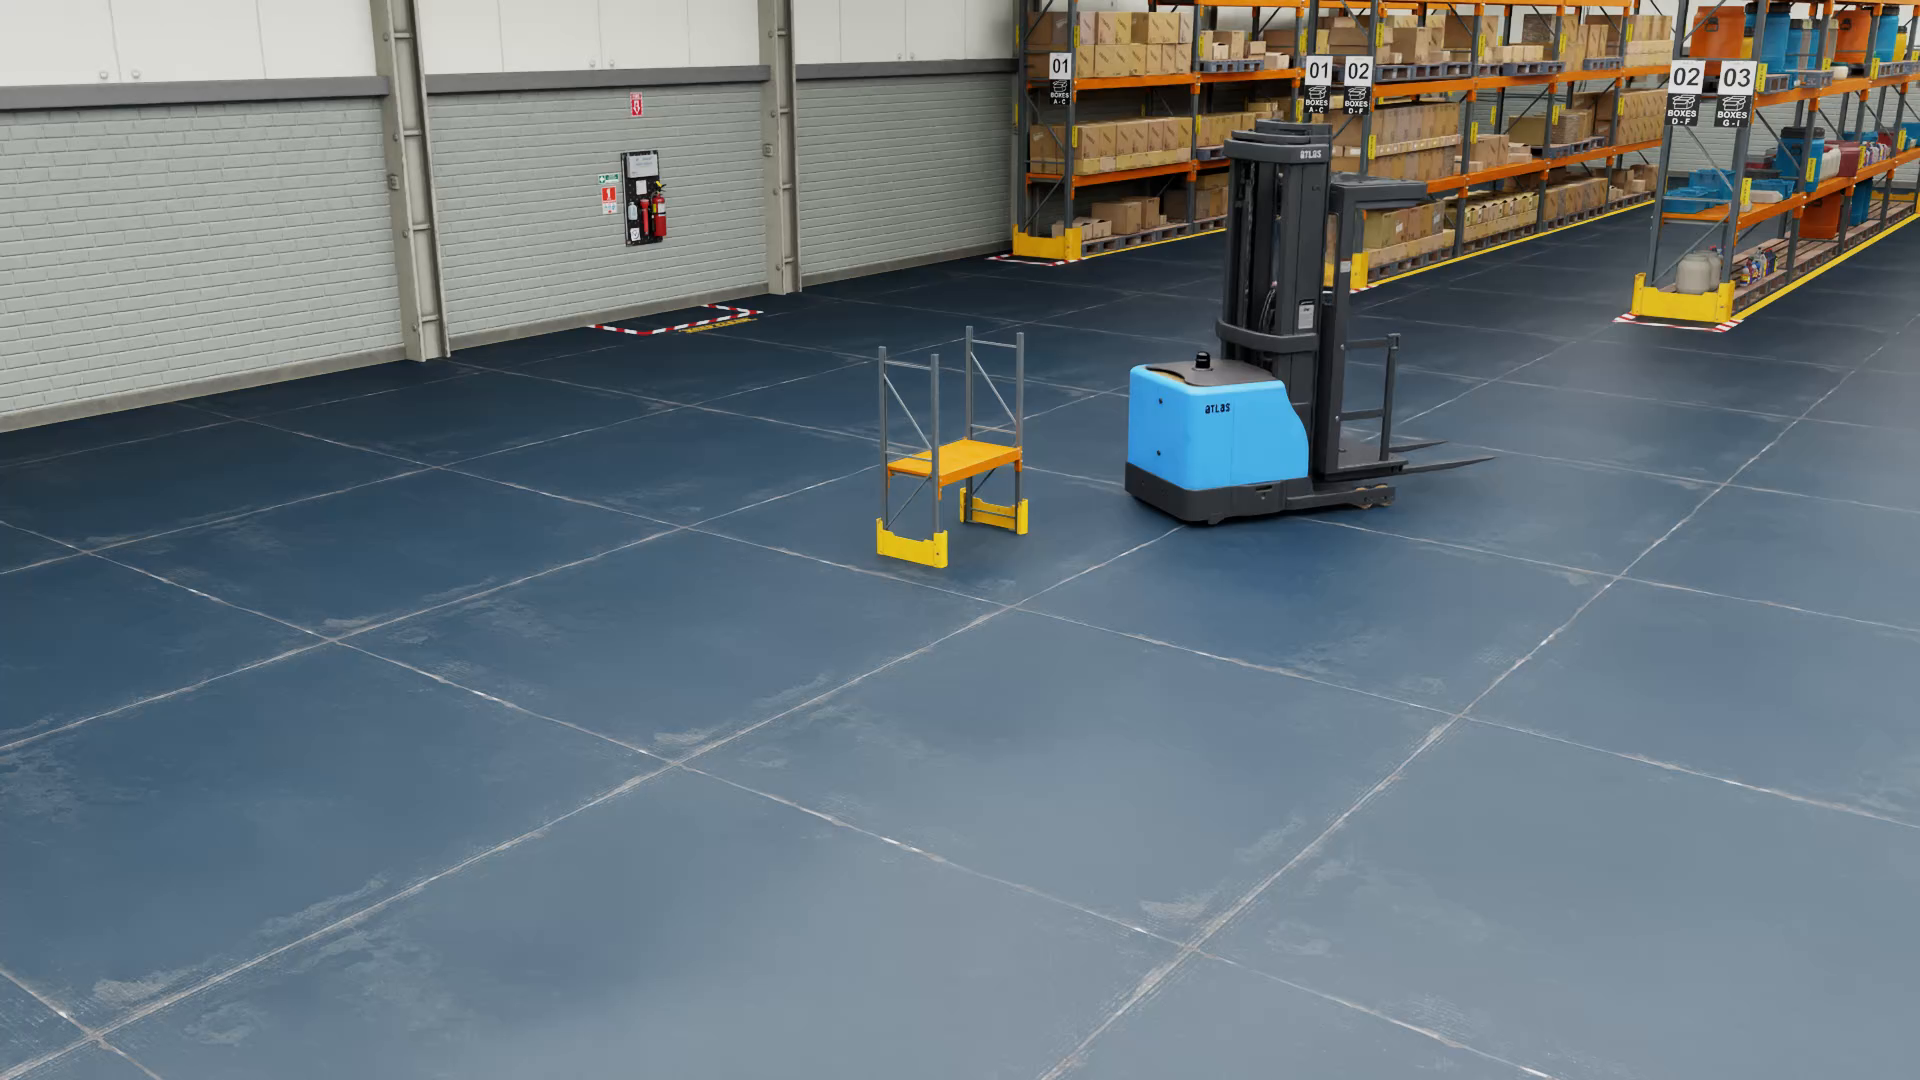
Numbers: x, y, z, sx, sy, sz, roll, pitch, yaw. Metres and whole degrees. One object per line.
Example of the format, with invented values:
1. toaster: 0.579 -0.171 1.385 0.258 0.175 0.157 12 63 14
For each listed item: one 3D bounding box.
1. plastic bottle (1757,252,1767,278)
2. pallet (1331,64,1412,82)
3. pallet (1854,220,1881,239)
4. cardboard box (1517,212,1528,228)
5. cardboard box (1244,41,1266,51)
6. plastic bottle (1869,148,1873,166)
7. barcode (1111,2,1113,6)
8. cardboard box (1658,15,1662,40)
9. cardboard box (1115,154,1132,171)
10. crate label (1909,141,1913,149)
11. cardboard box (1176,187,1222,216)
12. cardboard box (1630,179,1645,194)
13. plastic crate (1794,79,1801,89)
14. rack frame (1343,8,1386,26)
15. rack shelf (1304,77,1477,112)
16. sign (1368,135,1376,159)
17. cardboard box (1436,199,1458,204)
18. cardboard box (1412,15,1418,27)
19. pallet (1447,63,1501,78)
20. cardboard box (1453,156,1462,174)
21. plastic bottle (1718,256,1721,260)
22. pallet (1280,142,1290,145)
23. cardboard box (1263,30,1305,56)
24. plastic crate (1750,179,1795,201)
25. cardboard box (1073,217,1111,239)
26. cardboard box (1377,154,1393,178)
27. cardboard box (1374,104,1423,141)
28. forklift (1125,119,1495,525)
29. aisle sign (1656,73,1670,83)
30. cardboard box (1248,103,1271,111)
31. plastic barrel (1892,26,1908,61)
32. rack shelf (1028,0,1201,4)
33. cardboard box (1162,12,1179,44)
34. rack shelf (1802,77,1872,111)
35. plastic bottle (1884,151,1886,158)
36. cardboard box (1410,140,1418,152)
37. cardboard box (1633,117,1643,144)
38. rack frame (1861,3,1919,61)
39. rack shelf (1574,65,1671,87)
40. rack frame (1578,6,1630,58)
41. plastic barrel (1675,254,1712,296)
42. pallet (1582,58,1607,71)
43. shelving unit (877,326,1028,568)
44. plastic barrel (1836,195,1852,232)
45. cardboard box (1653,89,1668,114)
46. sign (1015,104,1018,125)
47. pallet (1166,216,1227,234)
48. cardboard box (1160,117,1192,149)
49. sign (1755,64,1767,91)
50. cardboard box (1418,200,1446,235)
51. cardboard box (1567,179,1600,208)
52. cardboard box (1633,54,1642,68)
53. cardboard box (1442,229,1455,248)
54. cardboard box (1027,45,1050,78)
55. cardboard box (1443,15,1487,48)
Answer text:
1. plastic bottle: 11.251 -3.870 23.372 0.144 0.351 0.185 12 21 34
2. pallet: 5.793 -6.729 23.947 1.003 0.211 1.213 12 21 35
3. pallet: 15.983 -5.649 30.079 1.003 0.211 1.213 12 21 35
4. cardboard box: 9.695 -5.676 29.393 0.500 0.250 0.500 12 21 34
5. cardboard box: 5.523 -9.314 31.919 0.500 0.500 0.500 12 21 35
6. plastic bottle: 15.663 -6.593 28.613 0.061 0.283 0.133 12 21 35
7. barcode: 2.580 -9.087 28.187 0.001 0.075 0.075 12 21 35
8. cardboard box: 14.225 -10.714 34.776 0.700 0.500 0.500 12 21 35
9. cardboard box: 2.522 -6.294 27.673 0.500 0.250 0.500 12 21 34
10. crate label: 18.189 -7.649 32.161 0.396 0.136 0.243 12 21 35
11. cardboard box: 4.446 -6.329 31.039 0.700 0.500 0.500 12 21 34
12. cardboard box: 14.168 -7.489 35.196 0.500 0.250 0.500 12 21 35
13. plastic crate: 11.078 -6.105 22.230 0.243 0.136 0.396 12 21 35
14. rack frame: 8.520 -11.773 34.981 1.000 3.000 0.127 12 21 35
15. rack shelf: 6.542 -6.740 25.047 1.077 0.370 4.000 12 21 35
16. sign: 5.793 -5.527 23.390 0.100 0.325 0.005 12 21 35
17. cardboard box: 8.349 -5.674 28.439 0.500 0.311 0.500 12 21 35
18. cardboard box: 9.761 -11.237 36.427 0.500 0.500 0.500 13 21 35
19. pallet: 8.249 -7.681 27.186 0.805 0.209 1.217 11 21 33
20. cardboard box: 7.992 -6.181 27.344 0.500 0.250 0.500 14 22 38
21. plastic bottle: 10.664 -3.876 23.517 0.152 0.276 0.135 12 21 35
22. pallet: 5.797 -7.675 32.224 1.213 0.211 1.003 12 21 35
23. cardboard box: 6.374 -9.769 32.675 0.700 0.500 0.500 11 20 30
24. plastic crate: 11.268 -4.869 23.116 0.499 0.251 0.616 12 21 35
25. cardboard box: 2.194 -5.260 27.917 0.500 0.311 0.500 15 22 39
26. cardboard box: 5.948 -5.458 24.592 0.700 0.500 0.500 13 22 36
27. cardboard box: 6.577 -6.330 25.213 0.700 0.500 0.500 12 21 35
28. forklift: 2.883 -1.780 13.035 3.031 2.935 1.130 -7 19 -22
29. aisle sign: 15.170 -10.190 35.615 0.394 0.787 0.004 12 21 35
30. cardboard box: 5.775 -8.356 32.090 0.380 0.149 0.250 9 19 26
31. plastic barrel: 16.095 -8.627 28.883 0.600 0.588 0.600 0 17 0
32. rack shelf: 2.562 -9.046 27.418 1.077 0.370 4.000 12 21 35
33. cardboard box: 3.353 -8.669 28.157 0.500 0.500 0.500 14 22 38
34. rack shelf: 12.901 -6.817 25.293 1.077 0.370 4.000 12 21 35
35. plastic bottle: 16.454 -6.879 29.672 0.097 0.201 0.097 0 17 0
36. cardboard box: 6.674 -5.954 25.097 0.380 0.149 0.250 13 21 35
37. cardboard box: 13.625 -8.396 34.053 0.500 0.500 0.500 12 21 34
38. rack frame: 16.476 -10.022 29.343 1.000 3.000 0.127 12 21 35
39. rack shelf: 13.692 -9.599 34.250 1.077 0.370 4.000 12 21 35
40. rack frame: 12.500 -10.898 32.165 1.000 3.000 0.127 12 21 35
41. plastic barrel: 9.657 -3.482 21.884 0.421 0.512 0.421 0 17 0
42. pallet: 11.440 -8.986 31.380 1.213 0.211 1.003 12 21 35
43. shelving unit: -0.045 -0.698 11.963 0.587 1.500 1.083 12 21 35
44. plastic barrel: 15.044 -5.642 28.712 0.600 0.588 0.708 12 21 35
45. cardboard box: 14.839 -9.357 35.462 0.500 0.500 0.500 12 21 34
46. sign: 0.936 -6.856 26.779 0.100 0.325 0.005 12 21 35
47. pallet: 4.216 -5.856 30.746 1.003 0.211 1.213 12 21 35
48. cardboard box: 3.720 -7.131 29.104 0.500 0.500 0.500 12 21 35
49. sign: 9.766 -5.638 20.267 0.100 0.325 0.005 12 21 35
50. cardboard box: 7.326 -5.107 26.296 0.500 0.500 0.500 12 21 35
51. cardboard box: 12.135 -6.765 32.444 0.500 0.500 0.500 13 21 35
52. cardboard box: 13.290 -9.585 33.245 0.500 0.250 0.500 12 21 35
53. cardboard box: 7.633 -4.866 26.784 0.500 0.250 0.500 12 21 35
54. cardboard box: 1.415 -7.684 26.668 0.500 0.500 0.500 14 22 39
55. cardboard box: 8.133 -8.187 26.773 0.500 0.500 0.500 13 21 35
